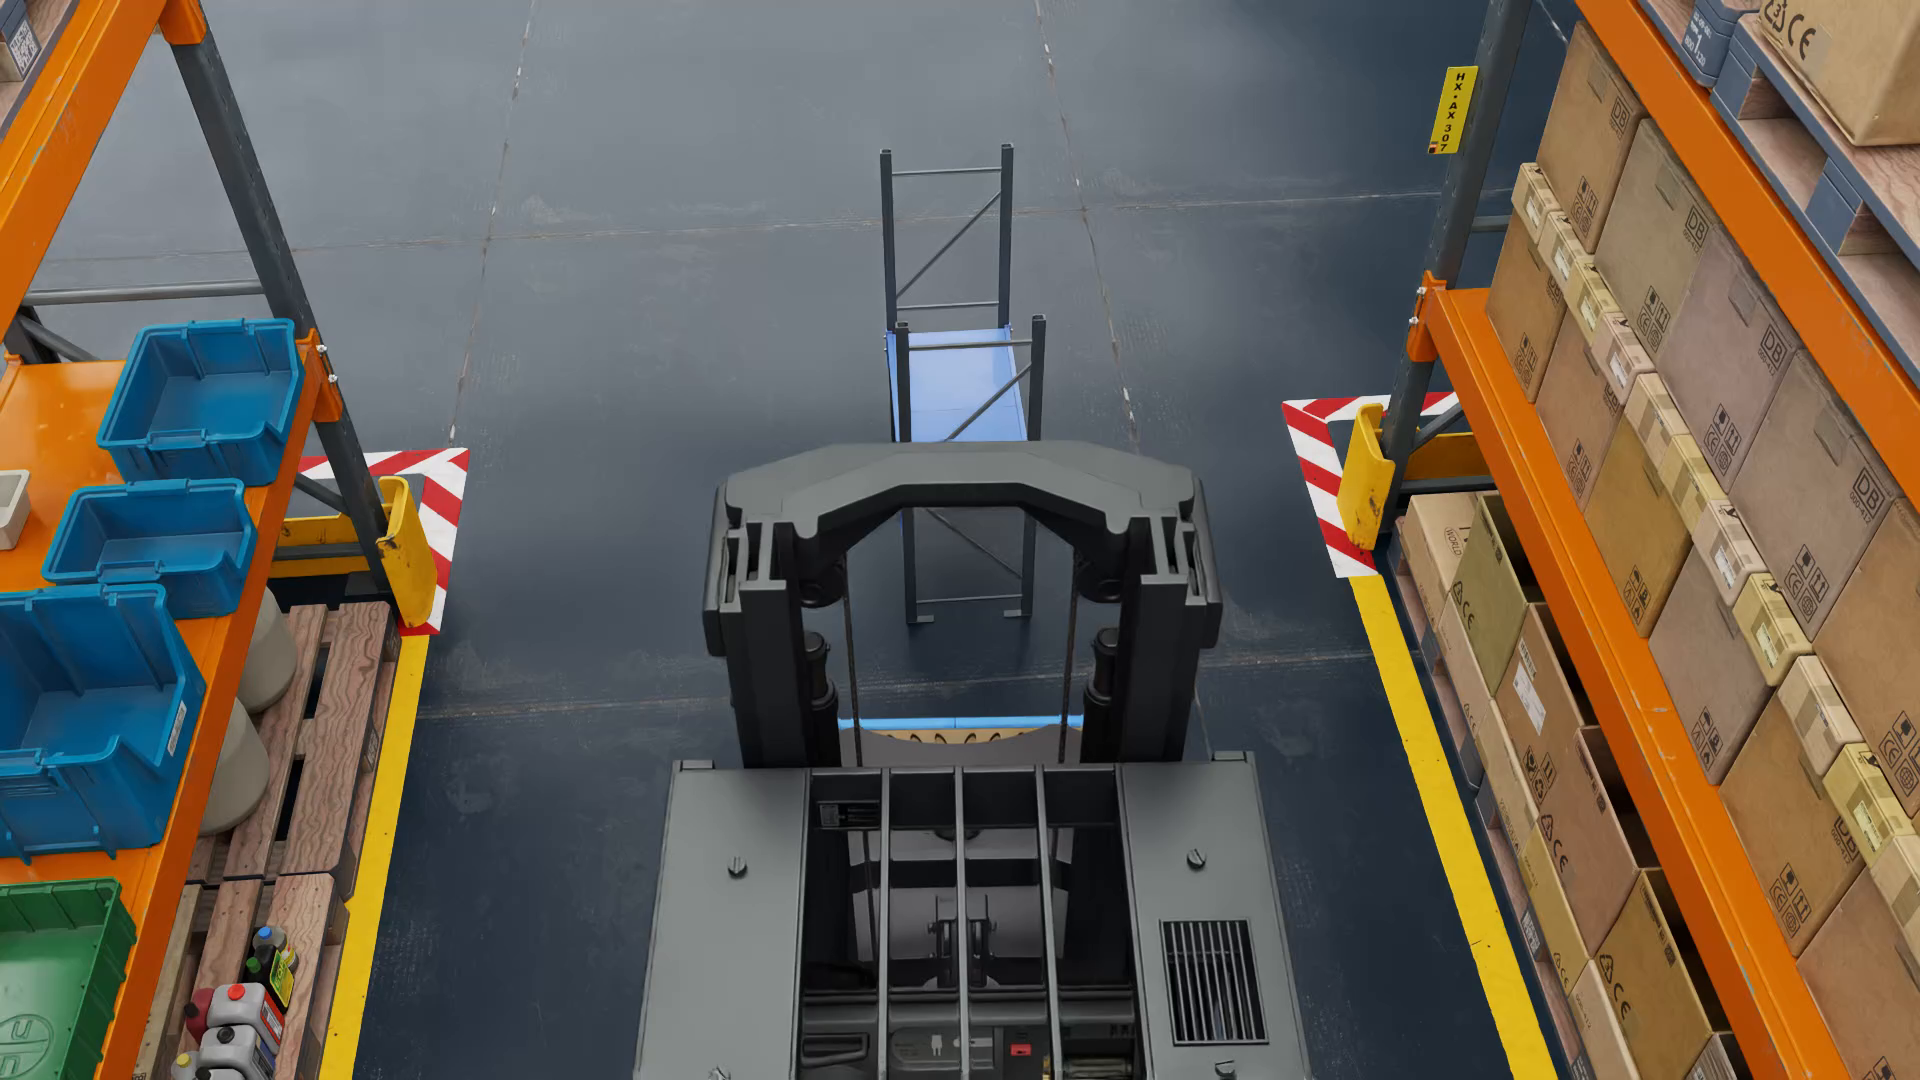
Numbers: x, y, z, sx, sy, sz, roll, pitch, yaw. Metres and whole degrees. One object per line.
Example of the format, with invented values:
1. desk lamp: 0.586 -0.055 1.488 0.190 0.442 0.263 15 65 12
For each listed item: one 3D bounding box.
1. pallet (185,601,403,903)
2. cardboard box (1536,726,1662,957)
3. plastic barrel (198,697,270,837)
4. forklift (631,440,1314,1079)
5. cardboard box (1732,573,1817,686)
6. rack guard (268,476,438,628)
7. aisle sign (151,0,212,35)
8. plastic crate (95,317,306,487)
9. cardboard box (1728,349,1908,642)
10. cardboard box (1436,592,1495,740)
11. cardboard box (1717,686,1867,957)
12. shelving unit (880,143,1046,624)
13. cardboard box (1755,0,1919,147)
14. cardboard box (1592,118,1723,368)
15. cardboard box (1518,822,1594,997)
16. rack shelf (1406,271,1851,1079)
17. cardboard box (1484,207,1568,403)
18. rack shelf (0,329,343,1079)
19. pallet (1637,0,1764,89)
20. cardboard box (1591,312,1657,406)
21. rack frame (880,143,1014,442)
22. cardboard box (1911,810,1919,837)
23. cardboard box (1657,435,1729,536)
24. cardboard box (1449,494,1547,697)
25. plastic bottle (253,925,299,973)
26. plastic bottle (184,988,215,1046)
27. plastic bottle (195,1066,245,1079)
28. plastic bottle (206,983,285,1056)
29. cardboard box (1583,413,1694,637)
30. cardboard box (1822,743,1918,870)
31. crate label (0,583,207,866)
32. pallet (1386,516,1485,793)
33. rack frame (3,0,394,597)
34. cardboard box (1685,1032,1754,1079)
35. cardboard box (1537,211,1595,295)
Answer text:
1. pallet: -2.632 0.769 6.013 1.003 0.211 1.213 -3 47 -3
2. cardboard box: 2.134 0.902 5.054 0.500 0.500 0.500 -3 47 -3
3. plastic barrel: -2.575 0.715 5.567 0.421 0.512 0.421 0 47 0
4. forklift: 0.014 1.327 3.611 1.130 2.935 3.031 -1 47 -1
5. cardboard box: 2.157 0.214 4.102 0.380 0.149 0.250 -2 47 -2
6. rack guard: -2.695 0.082 6.465 1.175 0.500 0.348 -3 47 -3
7. aisle sign: -2.458 -1.794 4.729 0.394 0.787 0.004 -3 47 -3
8. plastic crate: -2.408 -0.435 5.335 0.499 0.251 0.616 -3 47 -3
9. cardboard box: 2.353 -0.125 3.976 0.700 0.500 0.500 -3 47 -3
10. cardboard box: 2.057 0.436 6.012 0.500 0.250 0.500 -3 47 -3
11. cardboard box: 2.391 0.666 4.121 0.700 0.500 0.500 -3 47 -3
12. shelving unit: -0.007 -0.577 6.400 0.538 1.500 1.048 -3 47 -3
13. cardboard box: 2.055 -1.168 3.407 0.500 0.500 0.500 -3 47 -3
14. cardboard box: 2.268 -0.852 4.665 0.700 0.500 0.500 -5 47 -4
15. cardboard box: 2.135 1.160 5.327 0.500 0.250 0.500 -3 47 -3
16. rack shelf: 2.356 0.566 4.780 1.077 0.370 4.000 -3 47 -3
17. cardboard box: 2.215 -0.824 5.532 0.700 0.500 0.500 -3 47 -3
18. rack shelf: -2.581 0.865 4.497 1.077 0.370 4.000 -3 47 -3
19. pallet: 2.222 -1.616 4.346 1.003 0.211 1.213 -3 47 -3
20. cardboard box: 2.070 -0.535 4.811 0.380 0.149 0.250 -4 47 -4
21. rack frame: -0.050 -0.945 6.749 0.500 1.500 0.032 -3 47 -3
22. cardboard box: 2.436 0.599 3.291 0.700 0.500 0.500 -4 47 -3
23. cardboard box: 2.116 -0.157 4.454 0.380 0.149 0.250 -4 47 -4
24. cardboard box: 2.055 0.178 5.740 0.500 0.500 0.500 -3 47 -3
25. plastic bottle: -2.158 1.283 5.230 0.097 0.201 0.097 0 47 0
26. plastic bottle: -2.270 1.446 5.019 0.061 0.283 0.133 -3 47 -3
27. plastic bottle: -2.134 1.636 4.793 0.144 0.351 0.185 -2 47 -2
28. plastic bottle: -2.164 1.442 5.028 0.152 0.276 0.135 -3 47 -3
29. cardboard box: 2.299 -0.085 4.832 0.700 0.500 0.500 -3 47 -3
30. cardboard box: 2.203 0.588 3.748 0.380 0.149 0.250 -4 47 -3
31. crate label: -2.324 0.473 4.348 0.502 0.435 0.616 -3 47 -3
32. pallet: 2.294 0.381 6.380 1.003 0.211 1.213 -3 47 -3
33. rack frame: -2.748 -0.830 5.606 1.000 3.000 0.127 -3 47 -3
34. cardboard box: 2.236 1.624 4.370 0.500 0.500 0.500 -3 47 -3
35. cardboard box: 2.031 -0.898 5.155 0.380 0.149 0.250 -5 47 -4
